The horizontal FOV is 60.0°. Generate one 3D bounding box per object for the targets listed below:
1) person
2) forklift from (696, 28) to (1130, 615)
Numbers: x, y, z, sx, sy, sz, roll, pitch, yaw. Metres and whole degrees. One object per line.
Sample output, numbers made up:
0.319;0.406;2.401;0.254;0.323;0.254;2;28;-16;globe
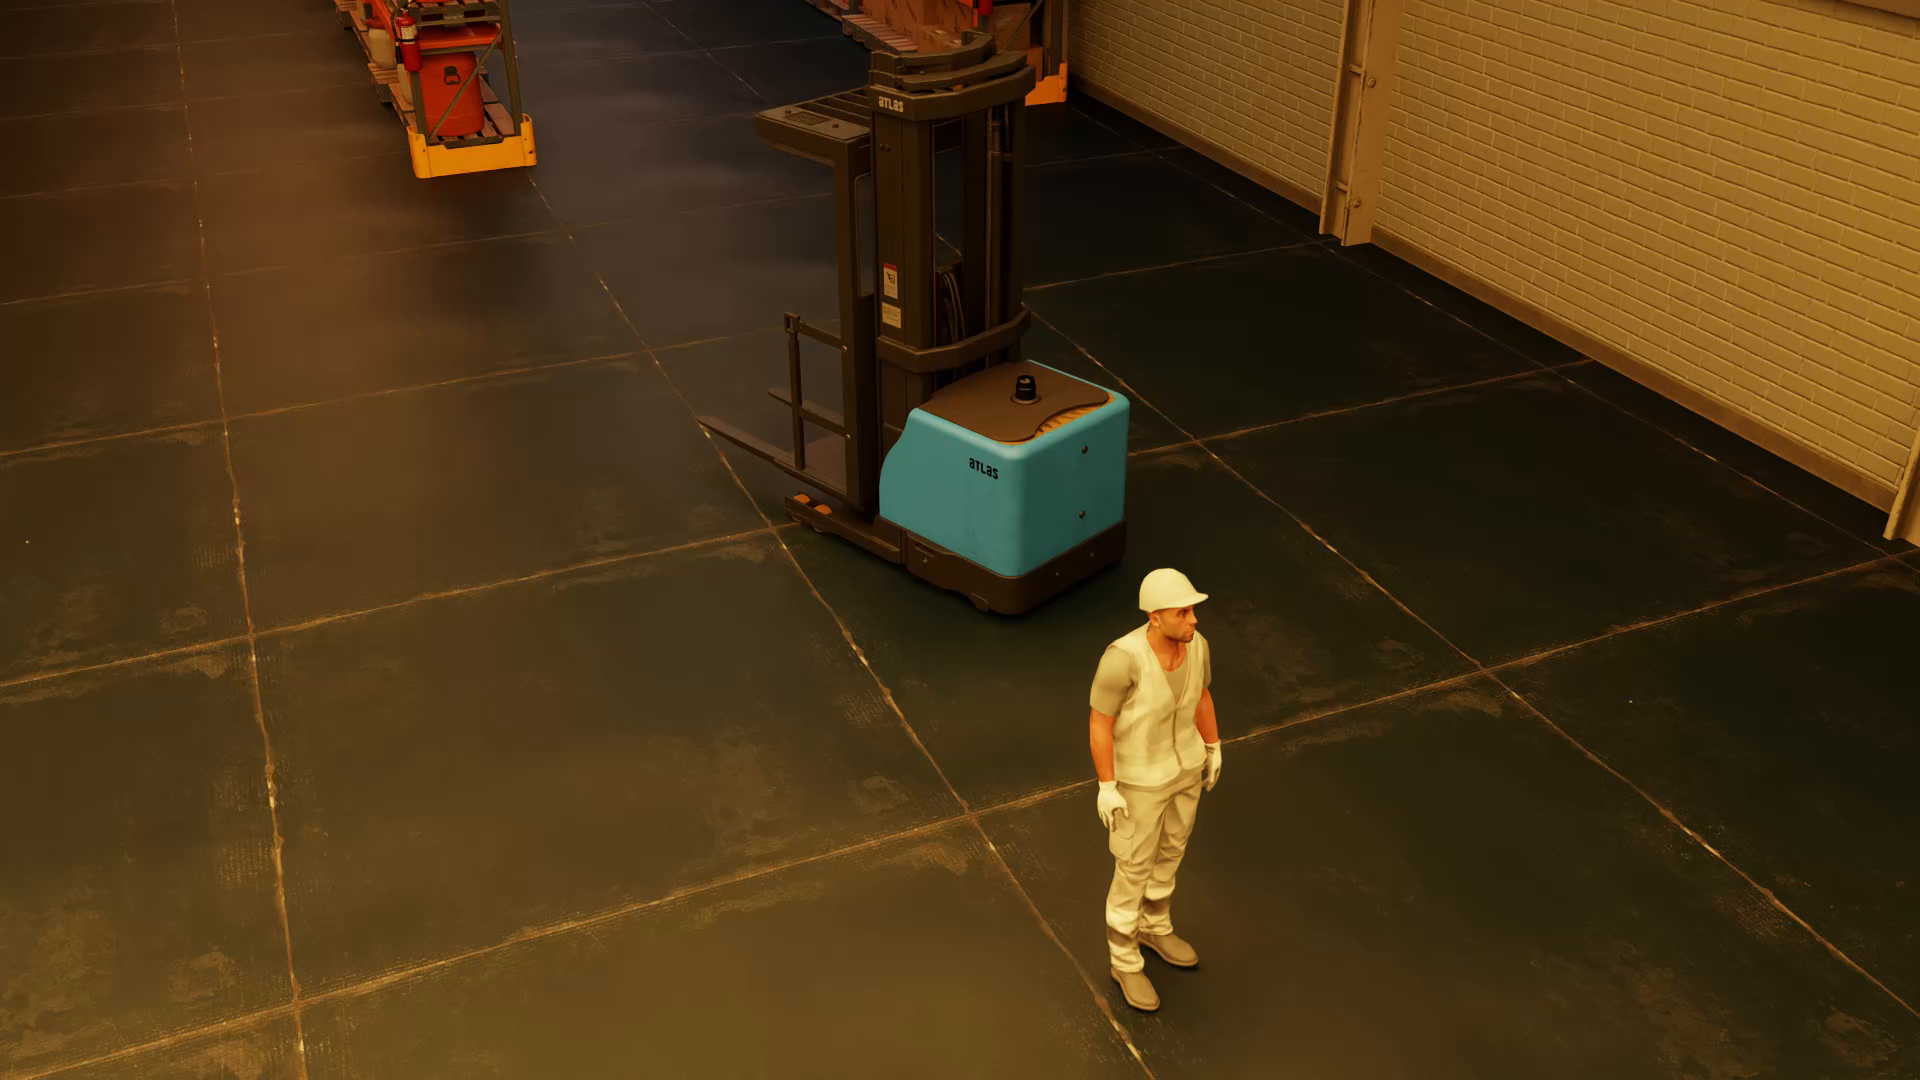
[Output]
0.826;0.960;6.581;0.637;1.790;0.552;-19;35;-30;person
-0.436;-1.483;9.714;3.031;2.935;1.130;26;39;37;forklift
